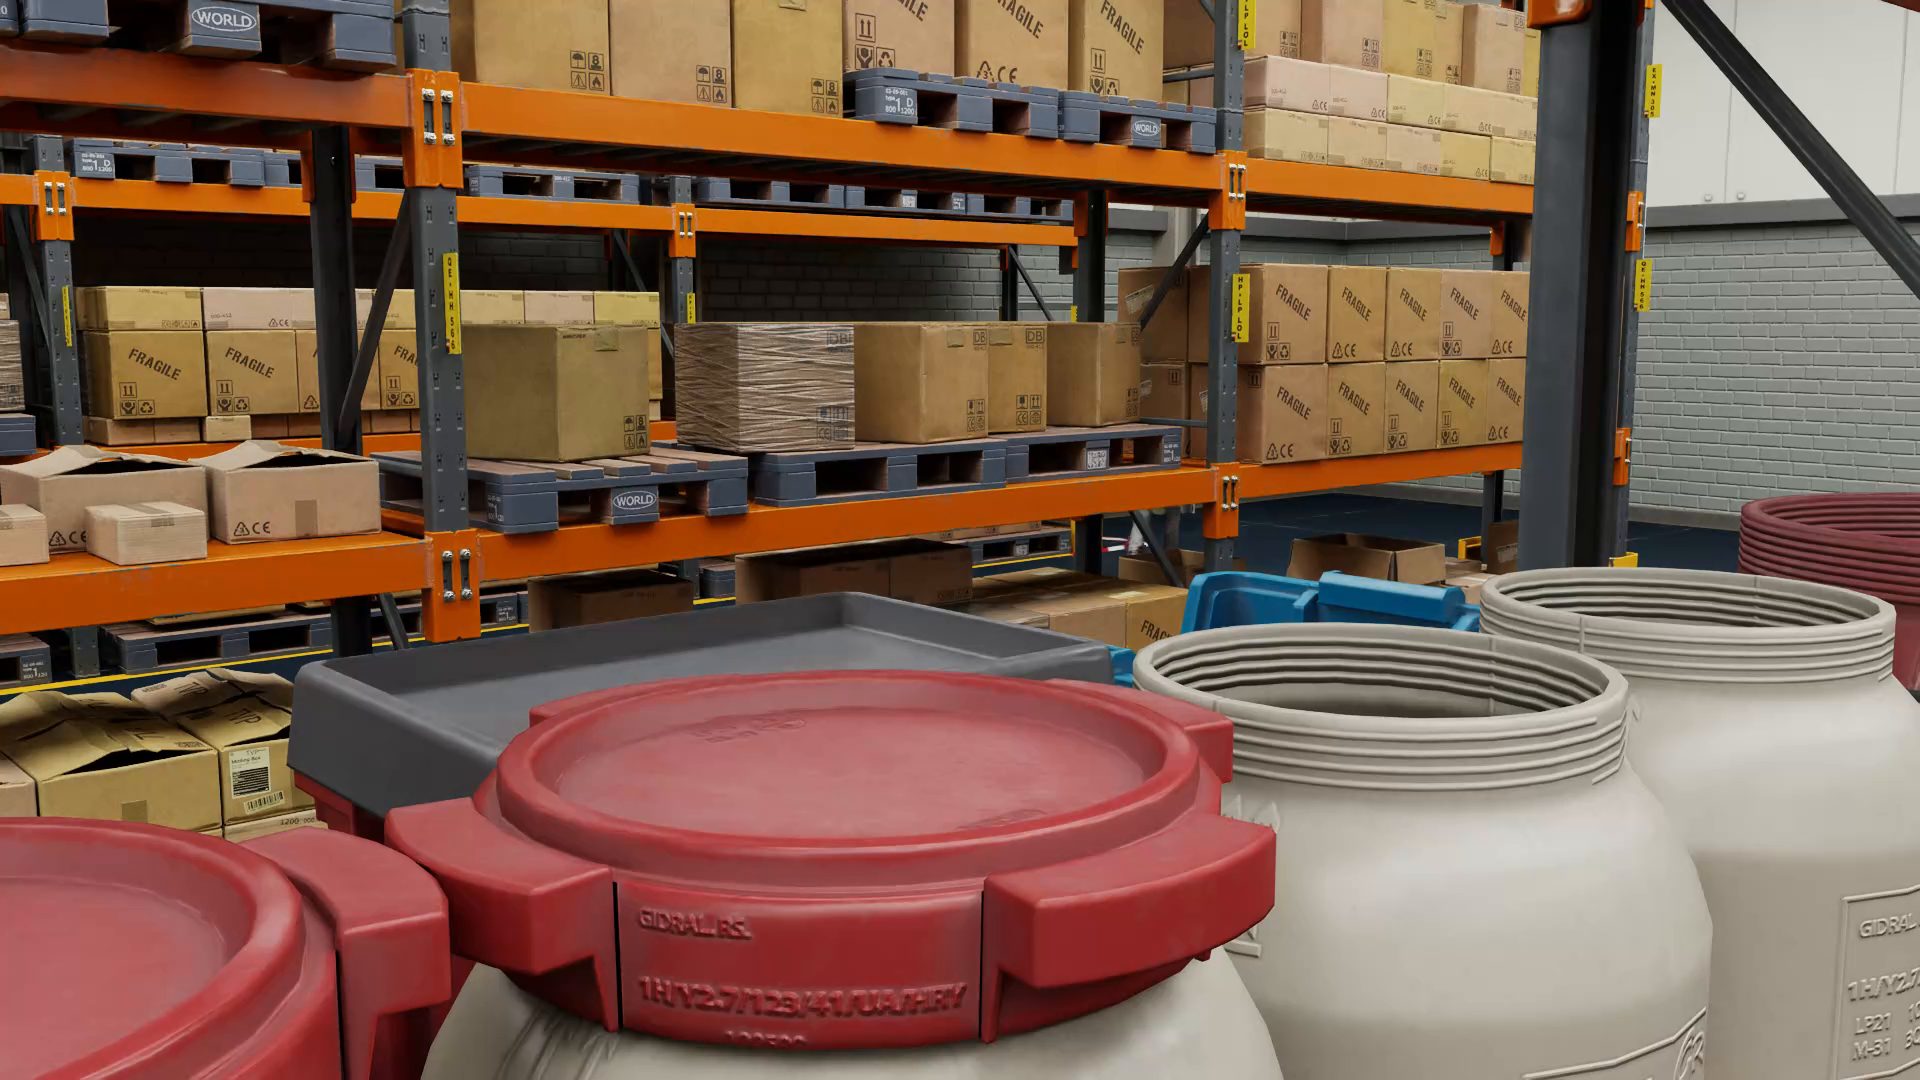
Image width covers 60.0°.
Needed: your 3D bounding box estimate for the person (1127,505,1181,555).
[{"bbox_3d":[1.523,-0.487,12.904,0.406,1.549,0.882,3,8,21],"label":"person"}]
